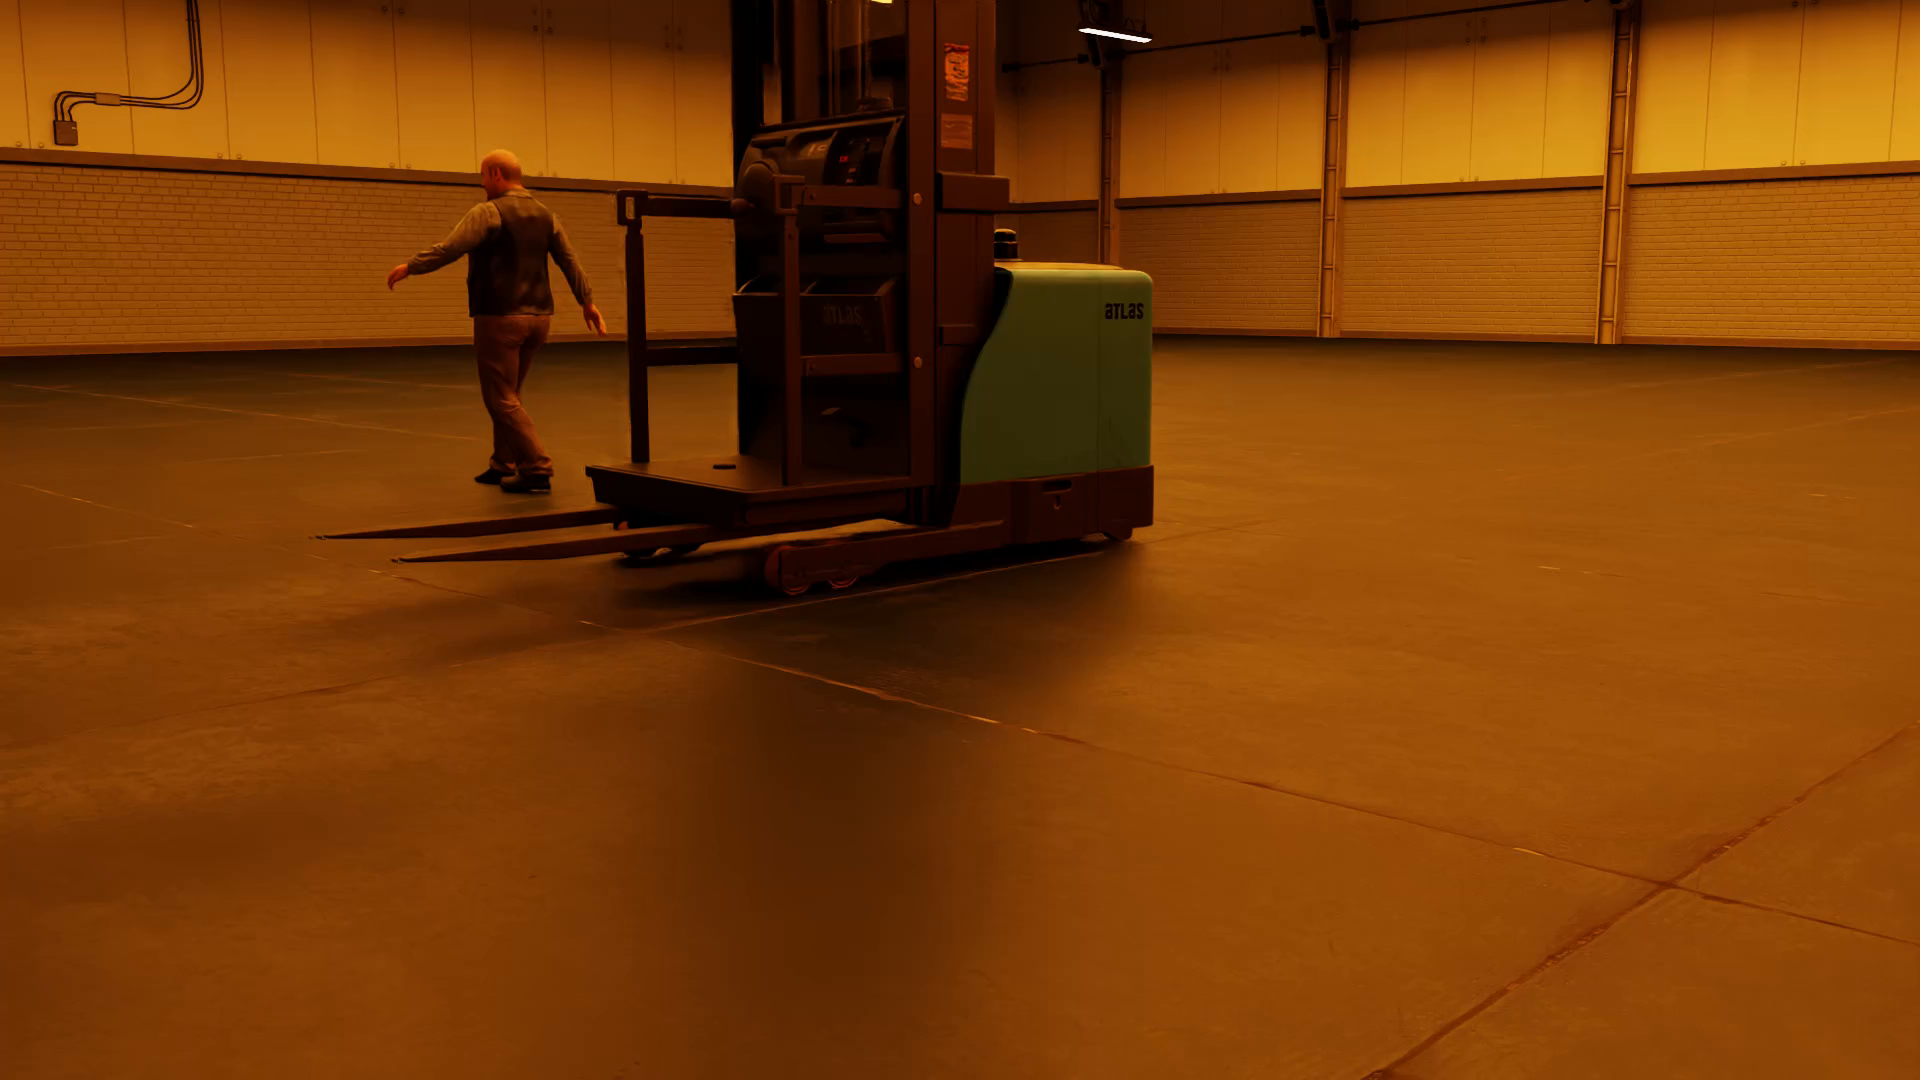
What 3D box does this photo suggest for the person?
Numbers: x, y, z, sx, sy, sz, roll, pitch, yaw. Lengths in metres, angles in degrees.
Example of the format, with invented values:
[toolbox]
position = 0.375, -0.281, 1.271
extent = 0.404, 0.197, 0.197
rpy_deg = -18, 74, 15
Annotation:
[person]
position = -2.291, -1.102, 8.423
extent = 0.749, 1.701, 0.947
rpy_deg = 5, 10, 29

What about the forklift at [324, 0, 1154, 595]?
[forklift]
position = -0.675, -1.354, 5.867
extent = 3.031, 2.935, 1.130
rpy_deg = -7, 11, -40
